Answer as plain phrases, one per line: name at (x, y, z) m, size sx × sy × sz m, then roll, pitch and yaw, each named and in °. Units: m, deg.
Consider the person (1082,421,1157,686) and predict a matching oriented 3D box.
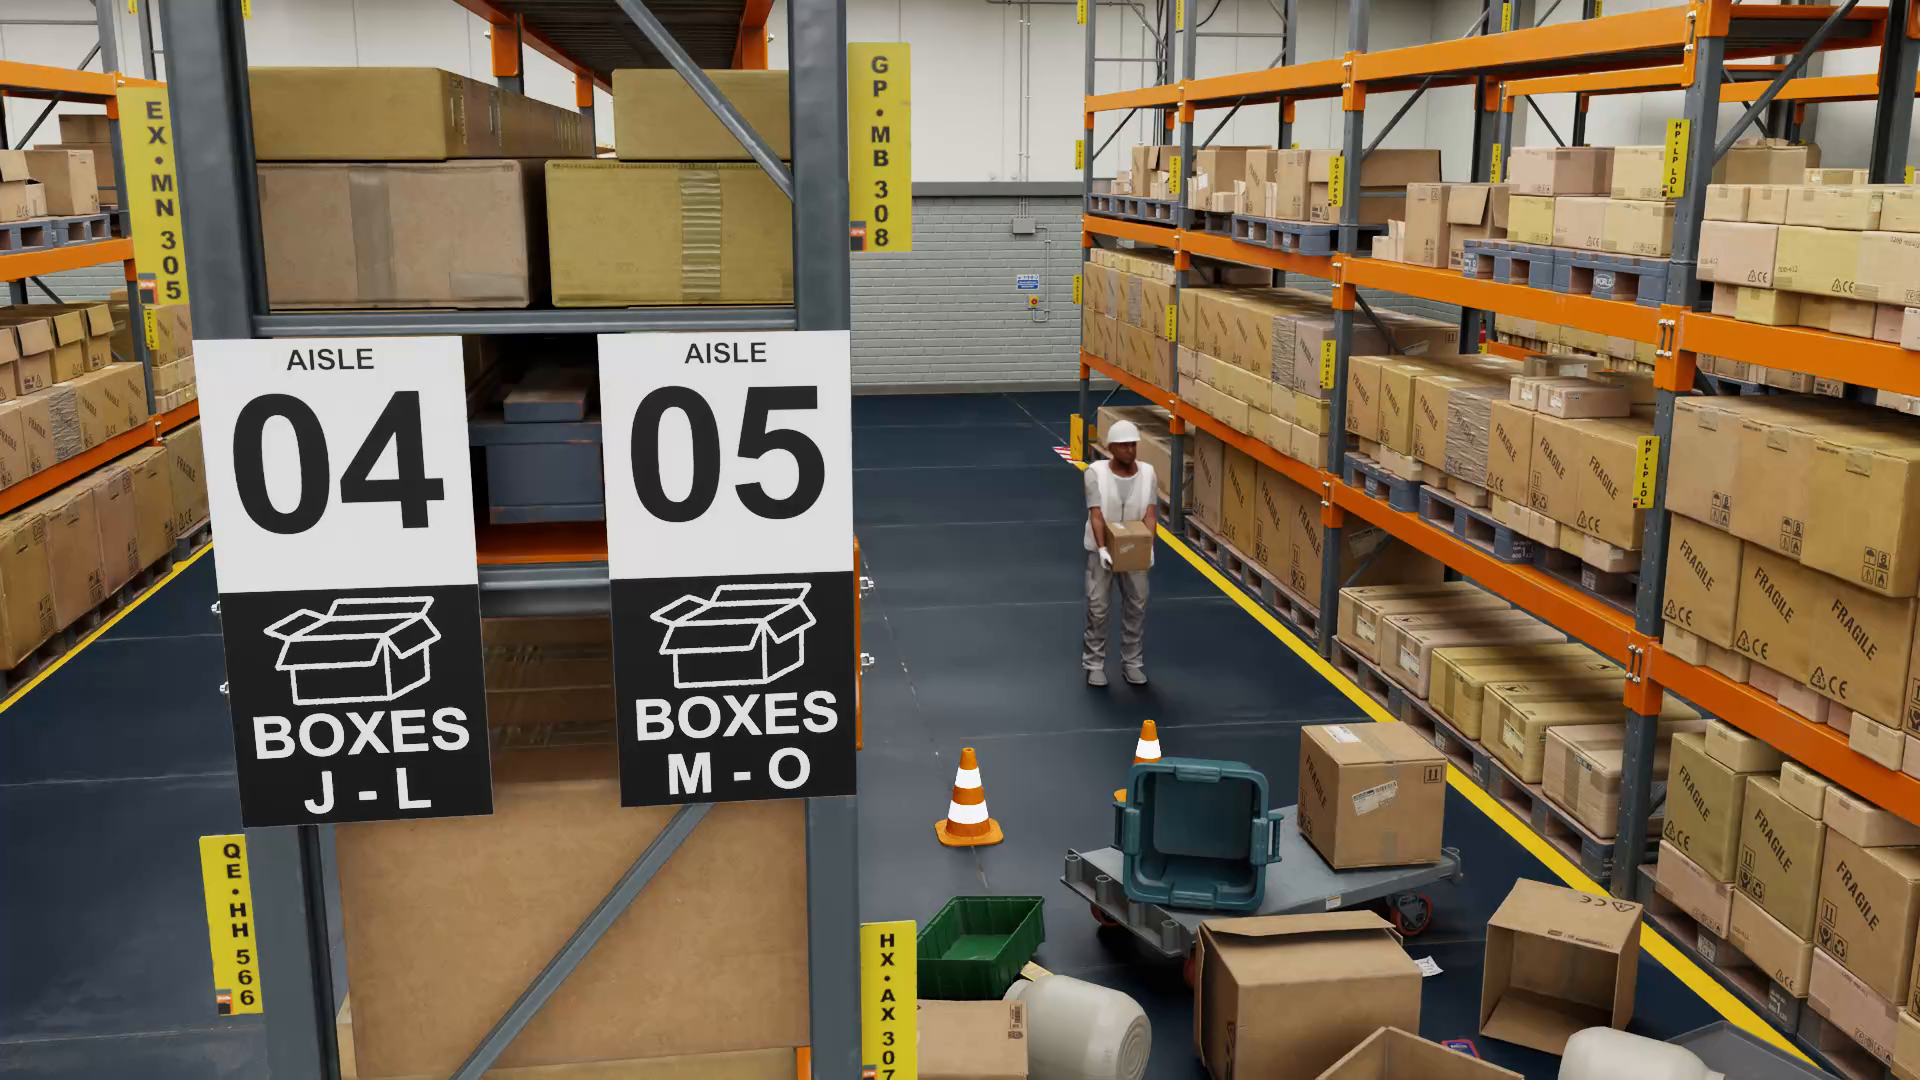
person at (1.075, 0.100, 11.012) m, size 0.491 × 1.778 × 0.587 m, roll -2°, pitch 13°, yaw -9°
